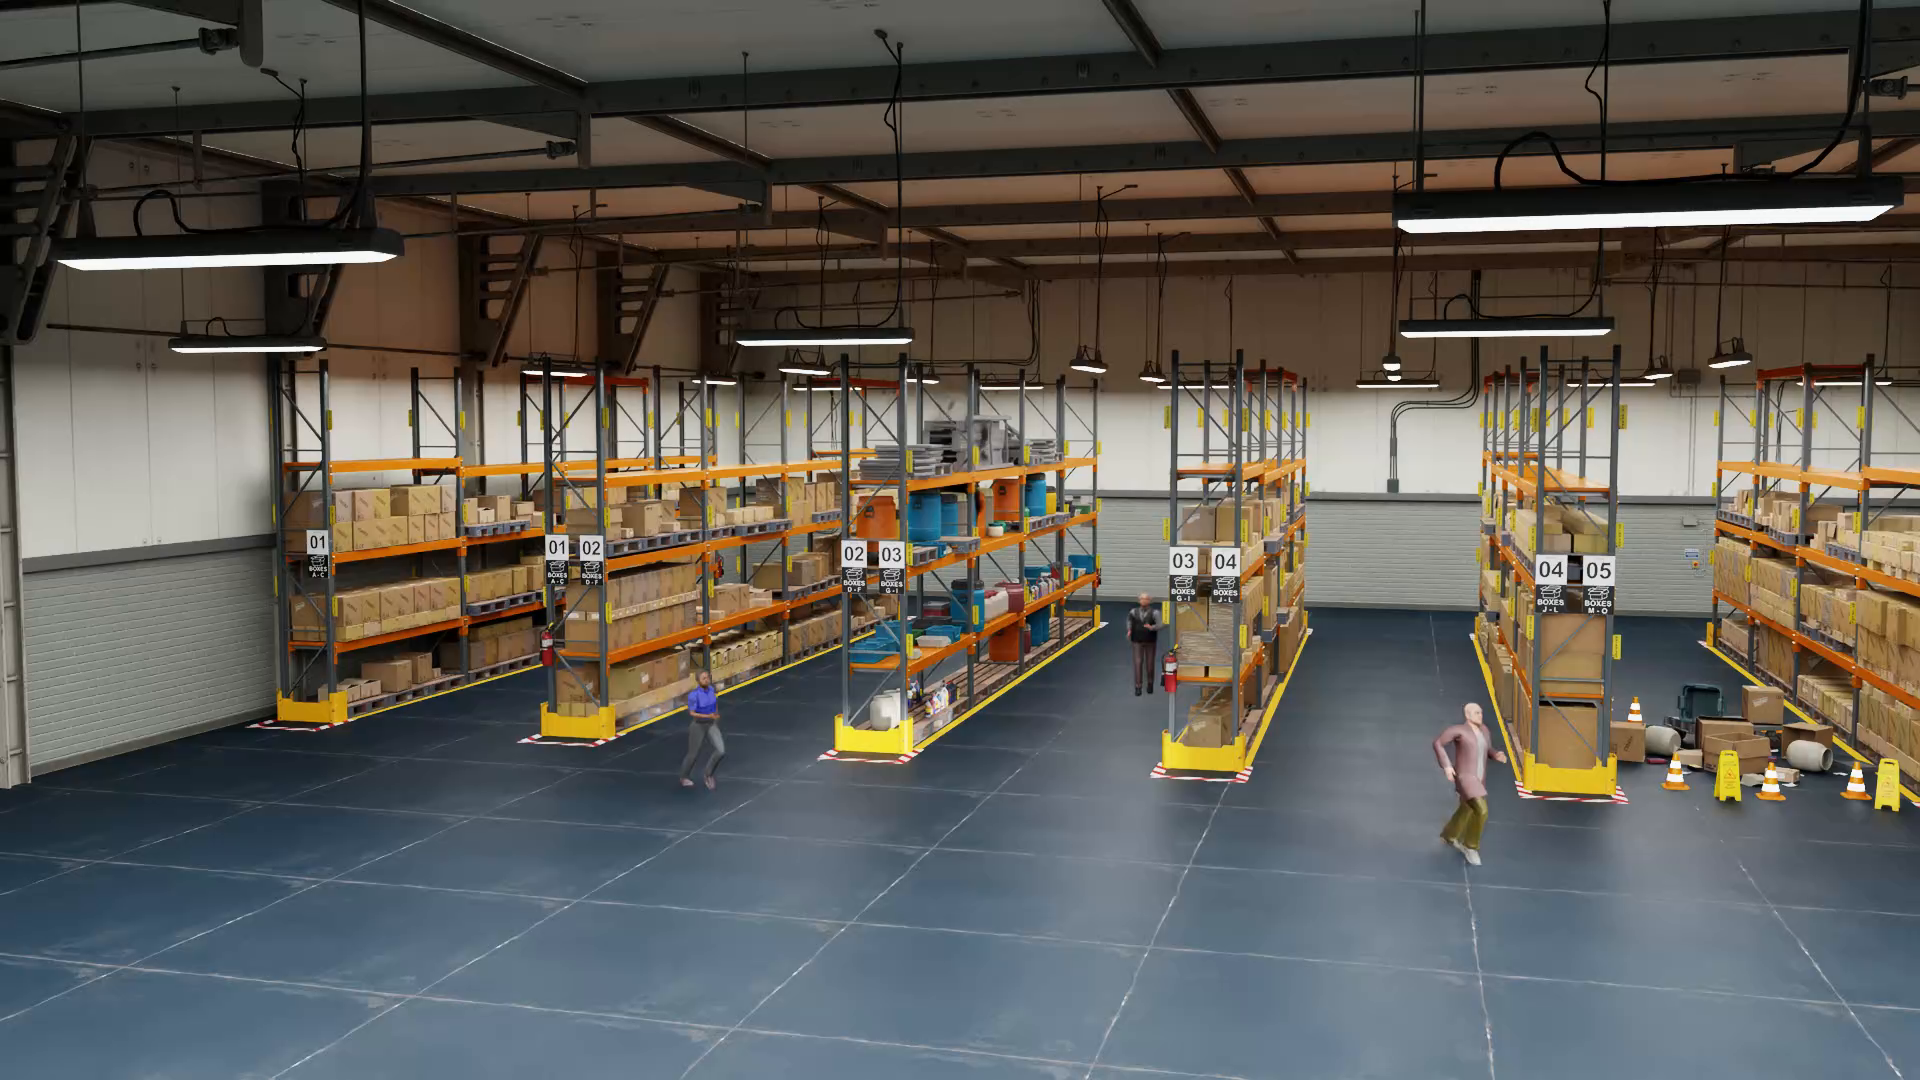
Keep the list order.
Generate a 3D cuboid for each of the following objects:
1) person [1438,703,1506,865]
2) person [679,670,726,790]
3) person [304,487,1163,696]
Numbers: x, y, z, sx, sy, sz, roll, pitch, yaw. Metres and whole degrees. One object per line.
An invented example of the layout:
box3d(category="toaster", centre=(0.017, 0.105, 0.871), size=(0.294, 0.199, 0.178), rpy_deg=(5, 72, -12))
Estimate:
box3d(category="person", centre=(5.823, 2.728, 18.965), size=(0.652, 1.758, 0.830), rpy_deg=(-3, 5, -39))
box3d(category="person", centre=(-3.448, 2.567, 22.470), size=(0.585, 1.625, 0.841), rpy_deg=(-4, 6, -43))
box3d(category="person", centre=(-3.803, 0.867, 28.610), size=(14.373, 3.607, 3.278), rpy_deg=(1, 4, 11))
